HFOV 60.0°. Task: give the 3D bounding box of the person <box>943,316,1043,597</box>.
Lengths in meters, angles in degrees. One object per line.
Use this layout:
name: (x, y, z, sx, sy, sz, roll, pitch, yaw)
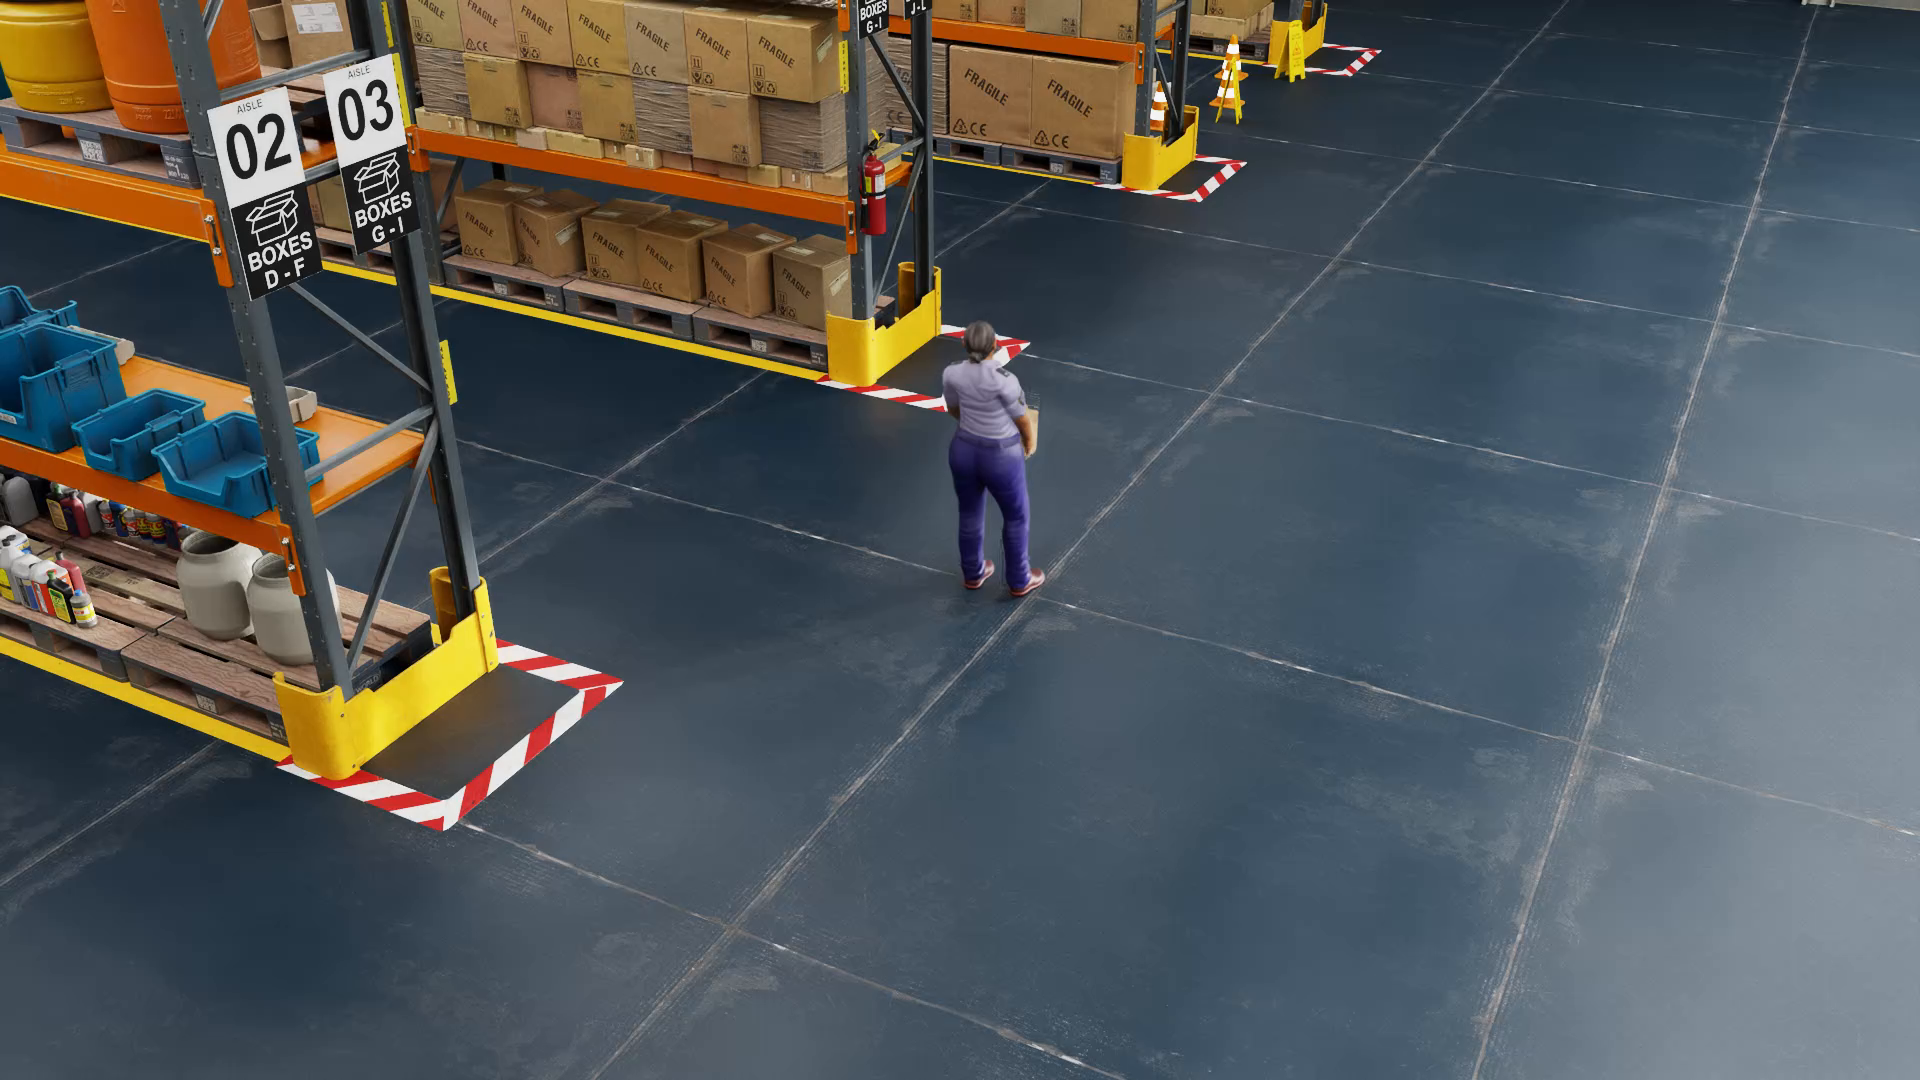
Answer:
person: (0.184, -0.478, 9.117, 0.528, 1.650, 0.421, 16, 34, 26)
